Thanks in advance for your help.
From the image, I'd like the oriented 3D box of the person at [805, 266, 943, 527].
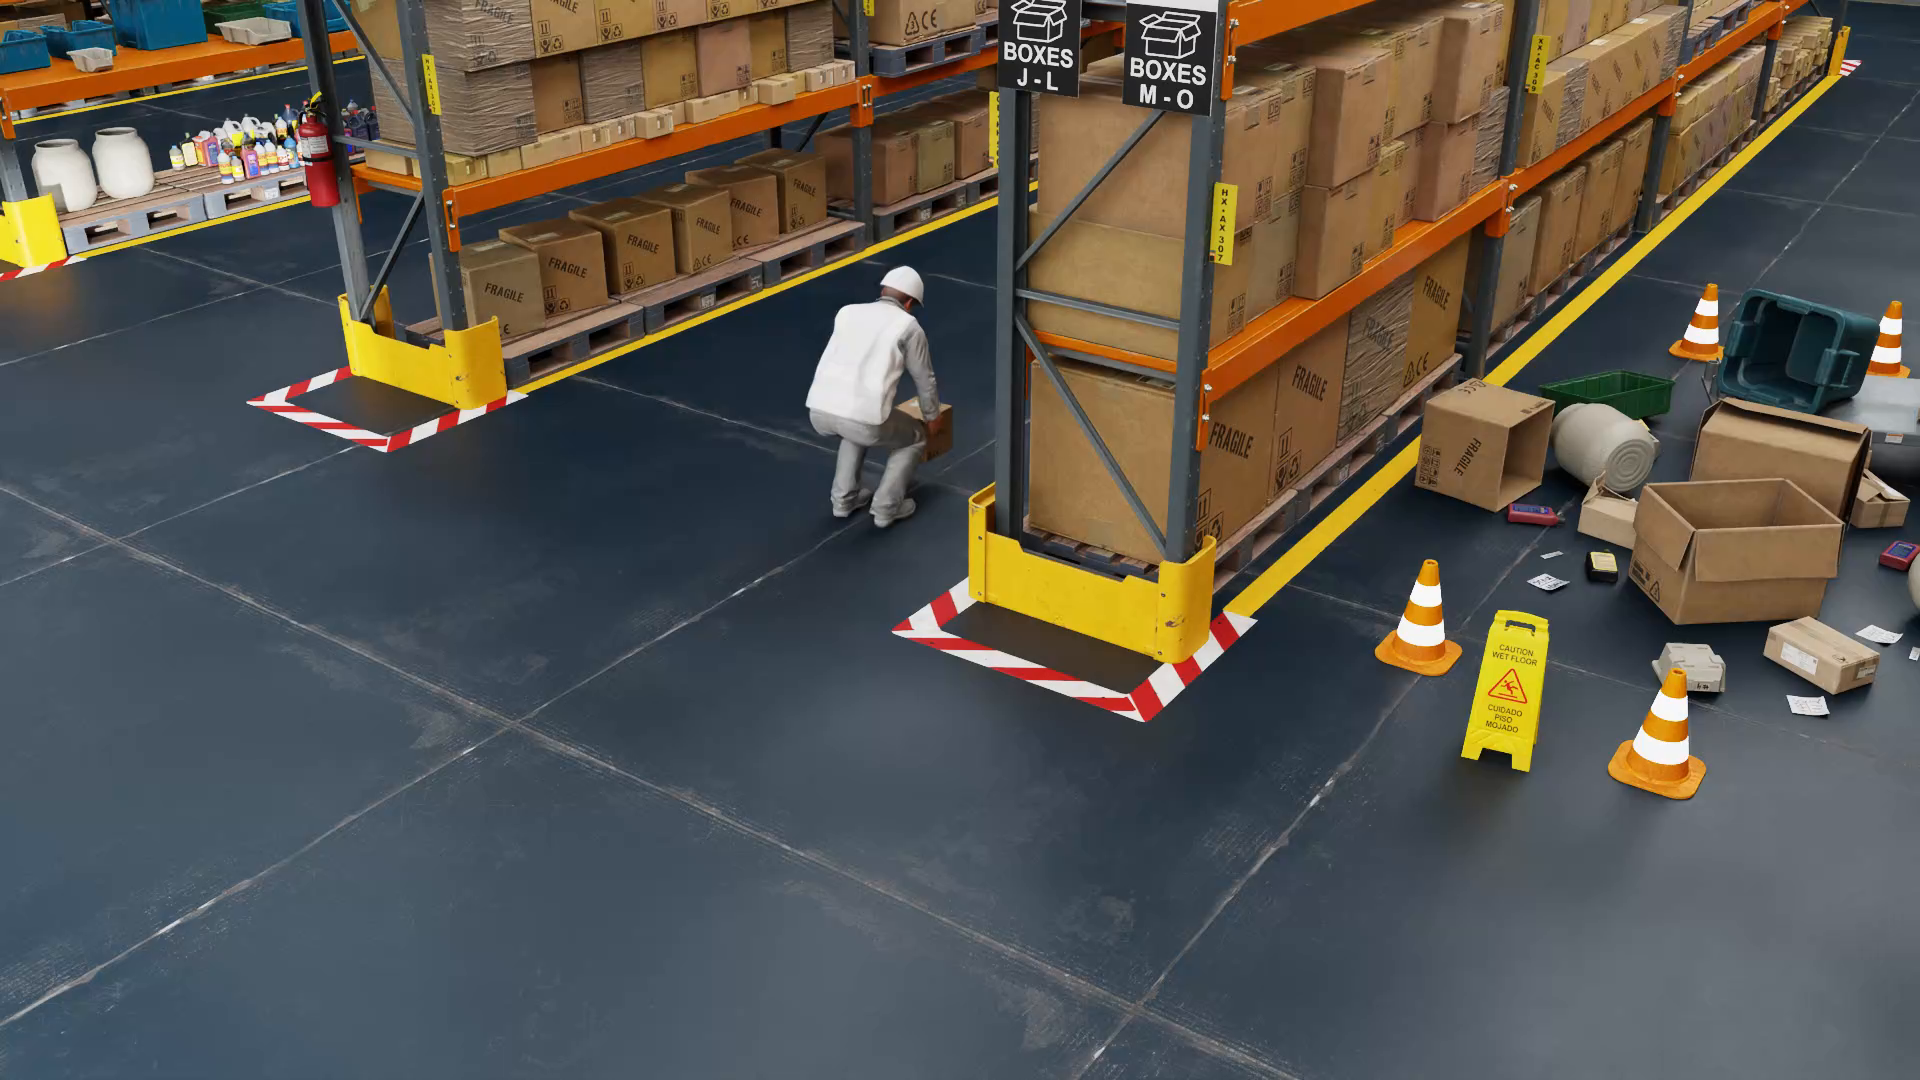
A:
[{"bbox_3d":[-0.457,-0.738,8.635,0.579,1.249,0.837,17,31,30],"label":"person"}]
